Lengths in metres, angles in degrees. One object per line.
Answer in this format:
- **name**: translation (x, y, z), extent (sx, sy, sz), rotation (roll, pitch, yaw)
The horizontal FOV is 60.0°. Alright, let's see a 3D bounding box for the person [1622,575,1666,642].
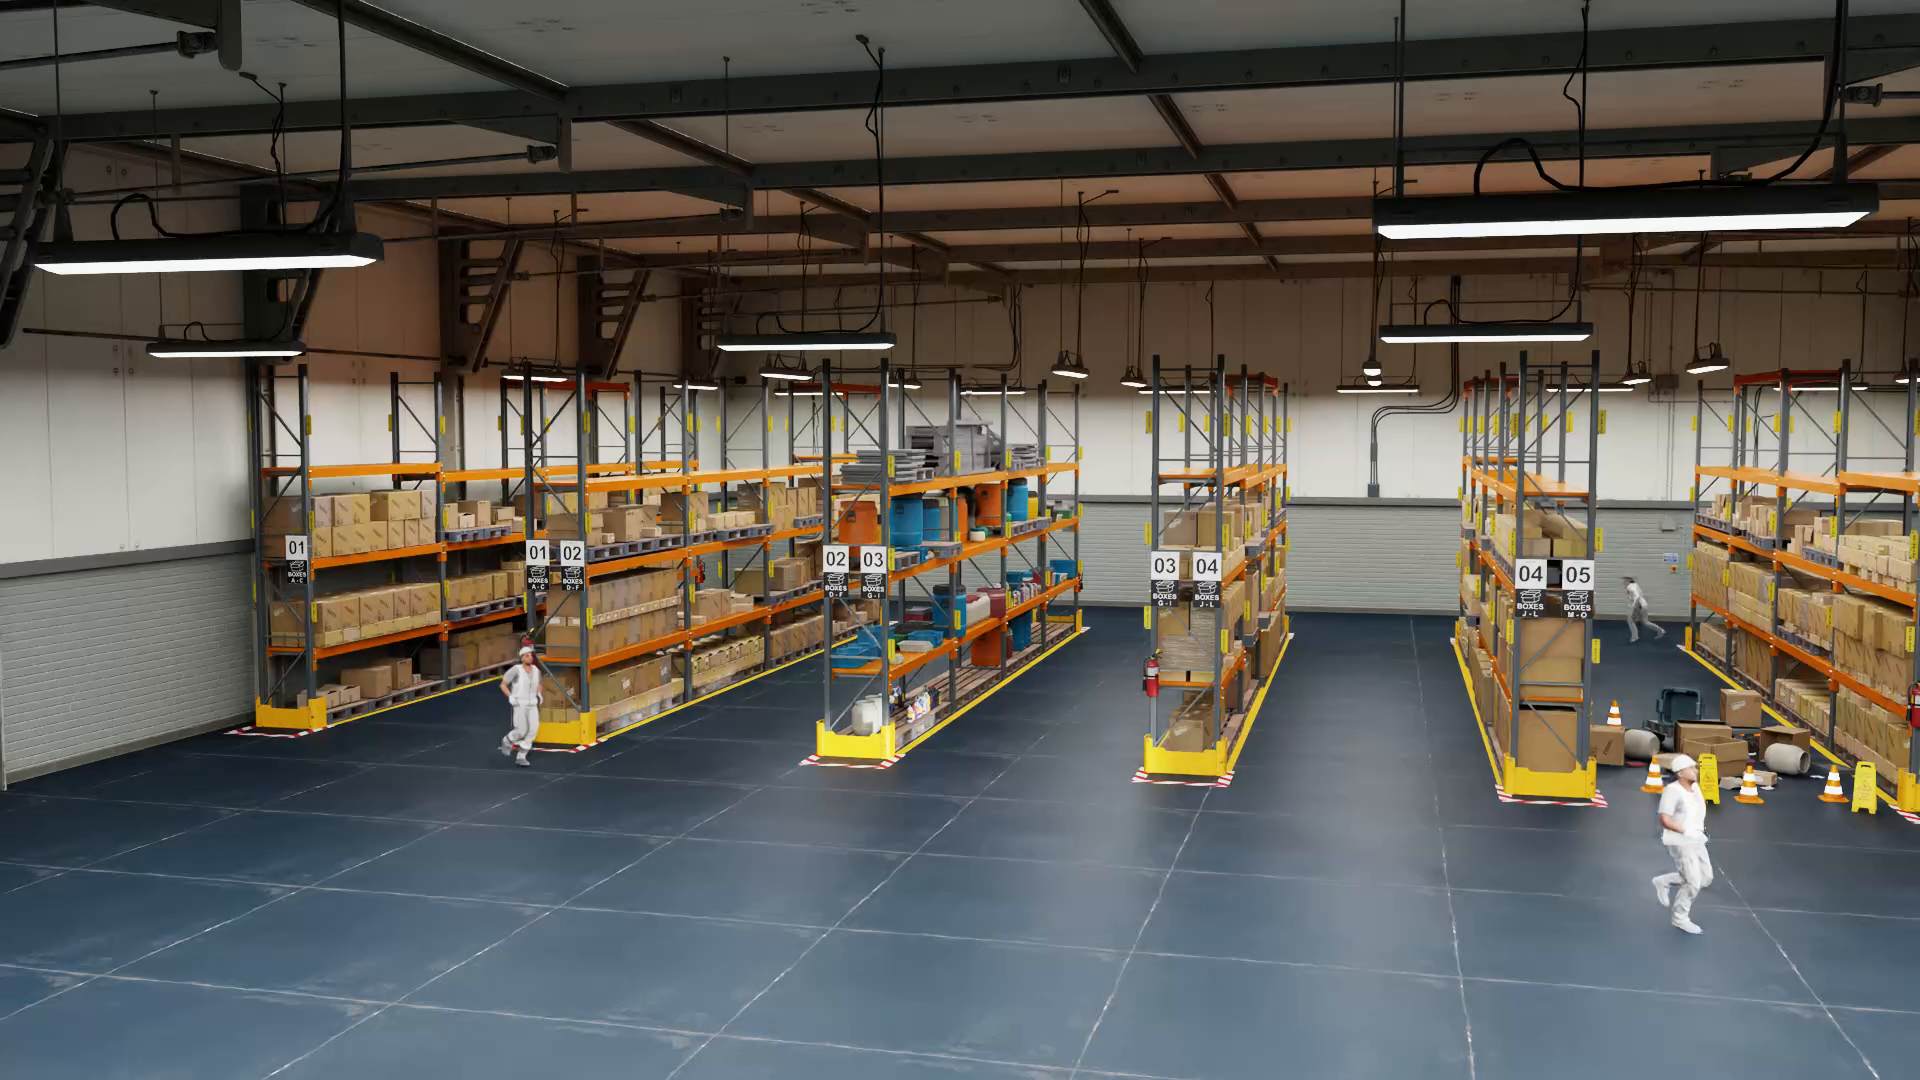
- **person**: translation (15.818, 1.615, 38.458), extent (0.966, 1.586, 0.625), rotation (2, 4, 24)

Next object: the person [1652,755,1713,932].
- **person**: translation (7.179, 3.001, 16.552), extent (0.718, 1.739, 0.627), rotation (-4, 5, -44)

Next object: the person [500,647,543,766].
- **person**: translation (-6.464, 2.441, 24.623), extent (0.586, 1.734, 0.687), rotation (4, 6, 44)

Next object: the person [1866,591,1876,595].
- **person**: translation (17.913, 1.837, 32.756), extent (0.657, 1.755, 0.971), rotation (1, 4, 7)
